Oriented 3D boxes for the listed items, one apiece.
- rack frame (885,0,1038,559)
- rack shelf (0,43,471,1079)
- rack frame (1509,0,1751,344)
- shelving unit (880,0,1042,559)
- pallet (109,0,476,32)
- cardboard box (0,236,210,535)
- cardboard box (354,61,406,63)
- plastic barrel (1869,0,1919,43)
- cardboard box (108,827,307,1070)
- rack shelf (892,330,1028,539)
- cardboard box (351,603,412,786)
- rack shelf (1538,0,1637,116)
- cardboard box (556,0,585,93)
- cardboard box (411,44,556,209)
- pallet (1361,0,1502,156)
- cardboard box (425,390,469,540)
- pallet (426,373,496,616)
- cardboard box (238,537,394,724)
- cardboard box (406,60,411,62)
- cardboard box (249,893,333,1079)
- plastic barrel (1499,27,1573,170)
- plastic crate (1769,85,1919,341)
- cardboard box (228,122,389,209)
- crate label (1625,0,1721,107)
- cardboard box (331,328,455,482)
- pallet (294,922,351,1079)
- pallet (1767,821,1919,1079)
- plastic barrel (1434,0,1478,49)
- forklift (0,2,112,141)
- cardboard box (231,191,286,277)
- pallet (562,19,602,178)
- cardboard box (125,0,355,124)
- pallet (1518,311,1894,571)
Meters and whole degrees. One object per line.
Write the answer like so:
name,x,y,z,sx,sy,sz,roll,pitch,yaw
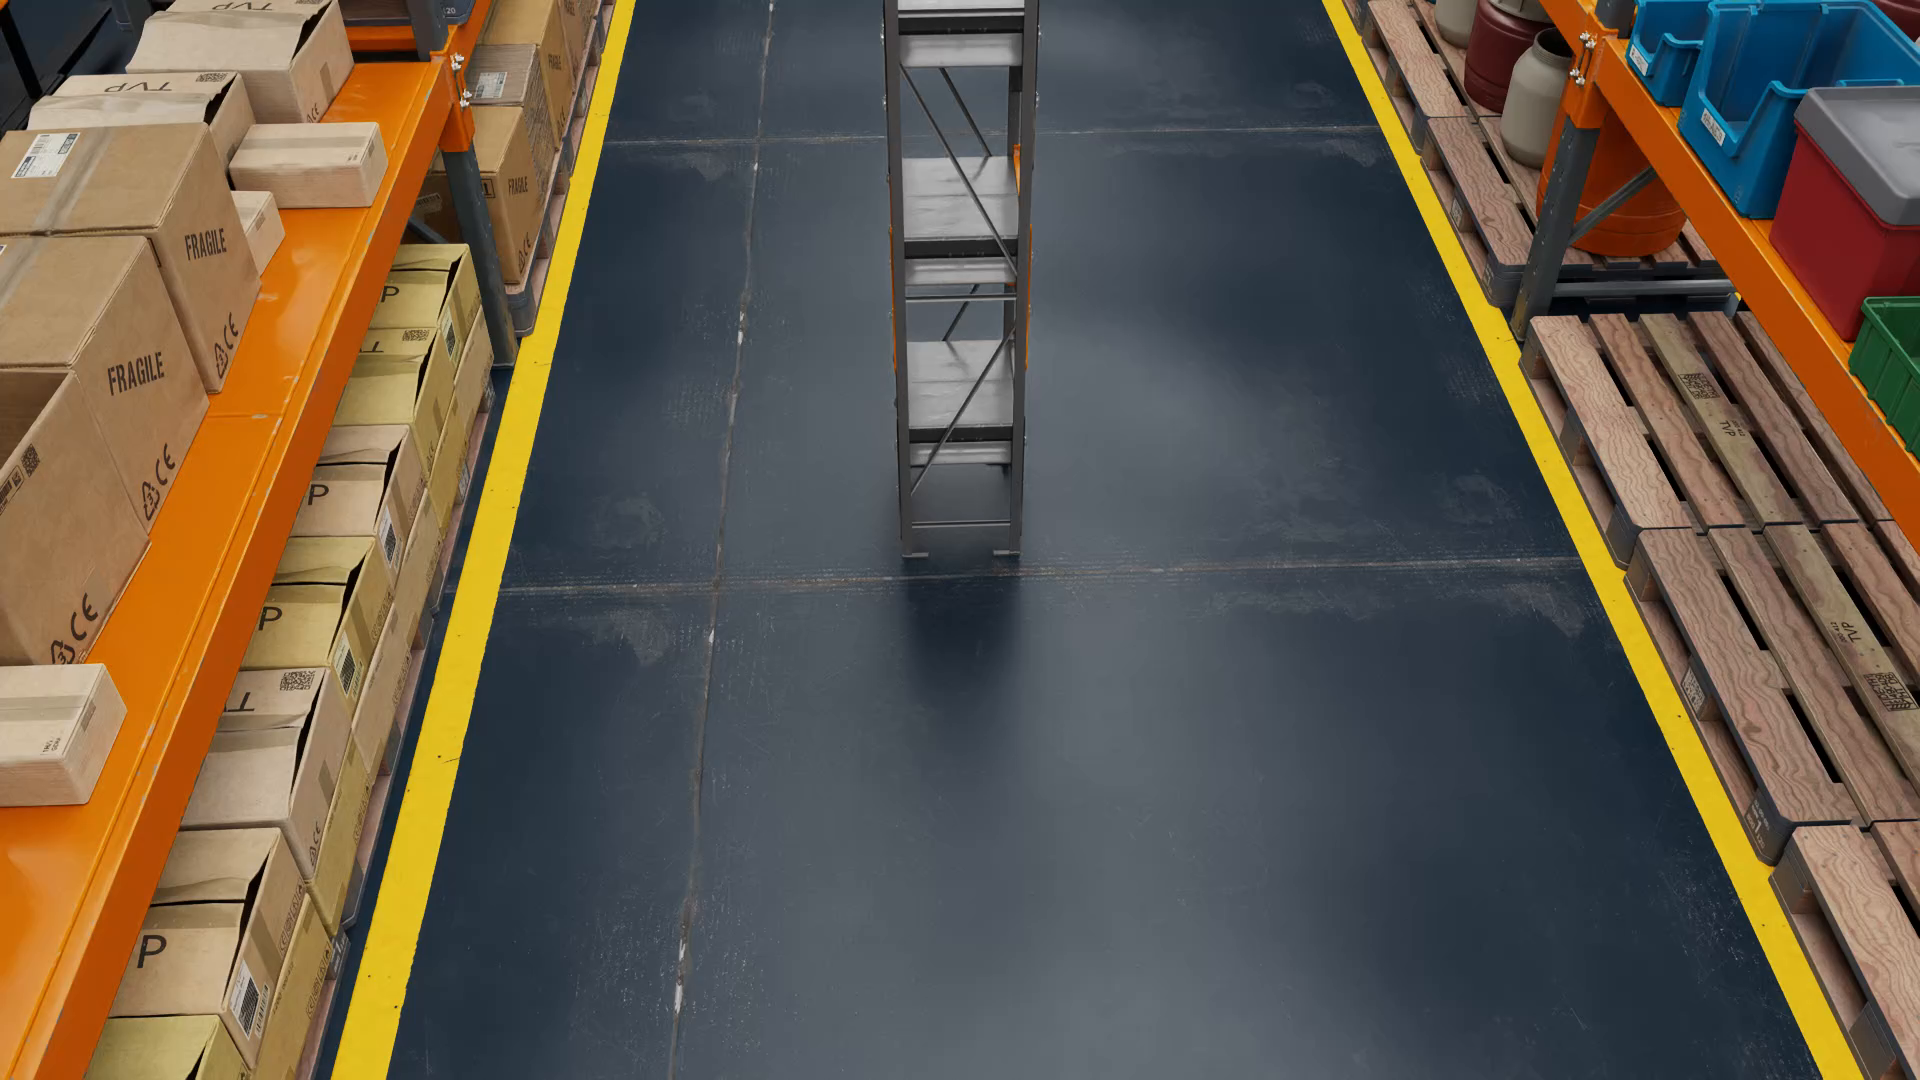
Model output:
rack frame,0.003,-0.721,4.983,0.400,2.100,0.015,-2,43,-2
rack shelf,-2.154,-0.186,4.265,1.077,0.370,4.000,-2,43,-2
rack frame,2.710,-1.941,5.648,1.000,3.000,0.127,-2,43,-2
shelving unit,-0.007,-0.886,5.162,0.431,2.100,0.503,-2,43,-2
pallet,-2.337,-2.186,6.057,1.213,0.211,1.003,-2,43,-2
cardboard box,-2.129,-0.350,3.838,0.500,0.500,0.500,-2,43,-2
cardboard box,-2.519,-1.981,6.661,0.500,0.250,0.500,0,43,0
plastic barrel,3.033,-1.686,5.269,0.600,0.536,0.708,-2,43,-2
cardboard box,-1.853,0.927,3.828,0.500,0.311,0.500,-2,43,-2
rack shelf,-0.007,-0.360,5.645,0.431,0.518,0.480,-2,43,-2
cardboard box,-1.904,0.440,4.774,0.500,0.250,0.500,-1,43,-1
rack shelf,2.626,-3.026,7.364,1.077,0.370,4.000,-2,43,-2
cardboard box,-2.044,-2.402,7.675,0.500,0.500,0.500,-3,43,-3
cardboard box,-2.000,-1.711,6.921,0.500,0.500,0.500,-3,43,-3
pallet,2.587,-2.266,8.065,1.003,0.211,1.213,-2,43,-2
cardboard box,-1.947,-0.246,5.523,0.500,0.250,0.500,-2,43,-2
pallet,-2.243,-0.216,5.830,1.003,0.211,1.213,-2,43,-2
cardboard box,-1.904,0.227,4.591,0.500,0.311,0.500,-1,43,-1
cardboard box,-2.513,-1.667,6.873,0.500,0.500,0.500,0,43,0
cardboard box,-1.859,1.133,4.018,0.500,0.250,0.500,-1,43,-1
plastic barrel,2.559,-1.887,7.119,0.421,0.512,0.421,0,43,0
plastic crate,2.473,-0.865,4.426,0.402,0.464,0.583,-2,43,-2
cardboard box,-1.924,-1.109,4.926,0.380,0.149,0.250,-2,43,-2
crate label,2.354,-1.584,5.382,0.303,0.233,0.416,-2,43,-2
cardboard box,-1.942,-0.452,5.332,0.500,0.311,0.500,-2,43,-2
pallet,-2.139,1.431,4.033,1.003,0.211,1.213,-2,43,-2
pallet,2.808,1.258,4.221,1.003,0.211,1.213,-2,43,-2
plastic barrel,2.511,-2.649,7.951,0.421,0.512,0.421,0,43,0
forklift,-4.577,-2.596,6.413,1.130,2.935,3.031,-1,43,-1
cardboard box,-2.128,-0.849,4.643,0.380,0.149,0.250,1,43,1
pallet,-2.281,-2.100,7.885,1.003,0.211,1.213,-2,43,-2
cardboard box,-2.267,-1.522,5.256,0.500,0.311,0.500,1,43,1
pallet,2.705,-0.389,6.018,1.003,0.211,1.213,-2,43,-2
